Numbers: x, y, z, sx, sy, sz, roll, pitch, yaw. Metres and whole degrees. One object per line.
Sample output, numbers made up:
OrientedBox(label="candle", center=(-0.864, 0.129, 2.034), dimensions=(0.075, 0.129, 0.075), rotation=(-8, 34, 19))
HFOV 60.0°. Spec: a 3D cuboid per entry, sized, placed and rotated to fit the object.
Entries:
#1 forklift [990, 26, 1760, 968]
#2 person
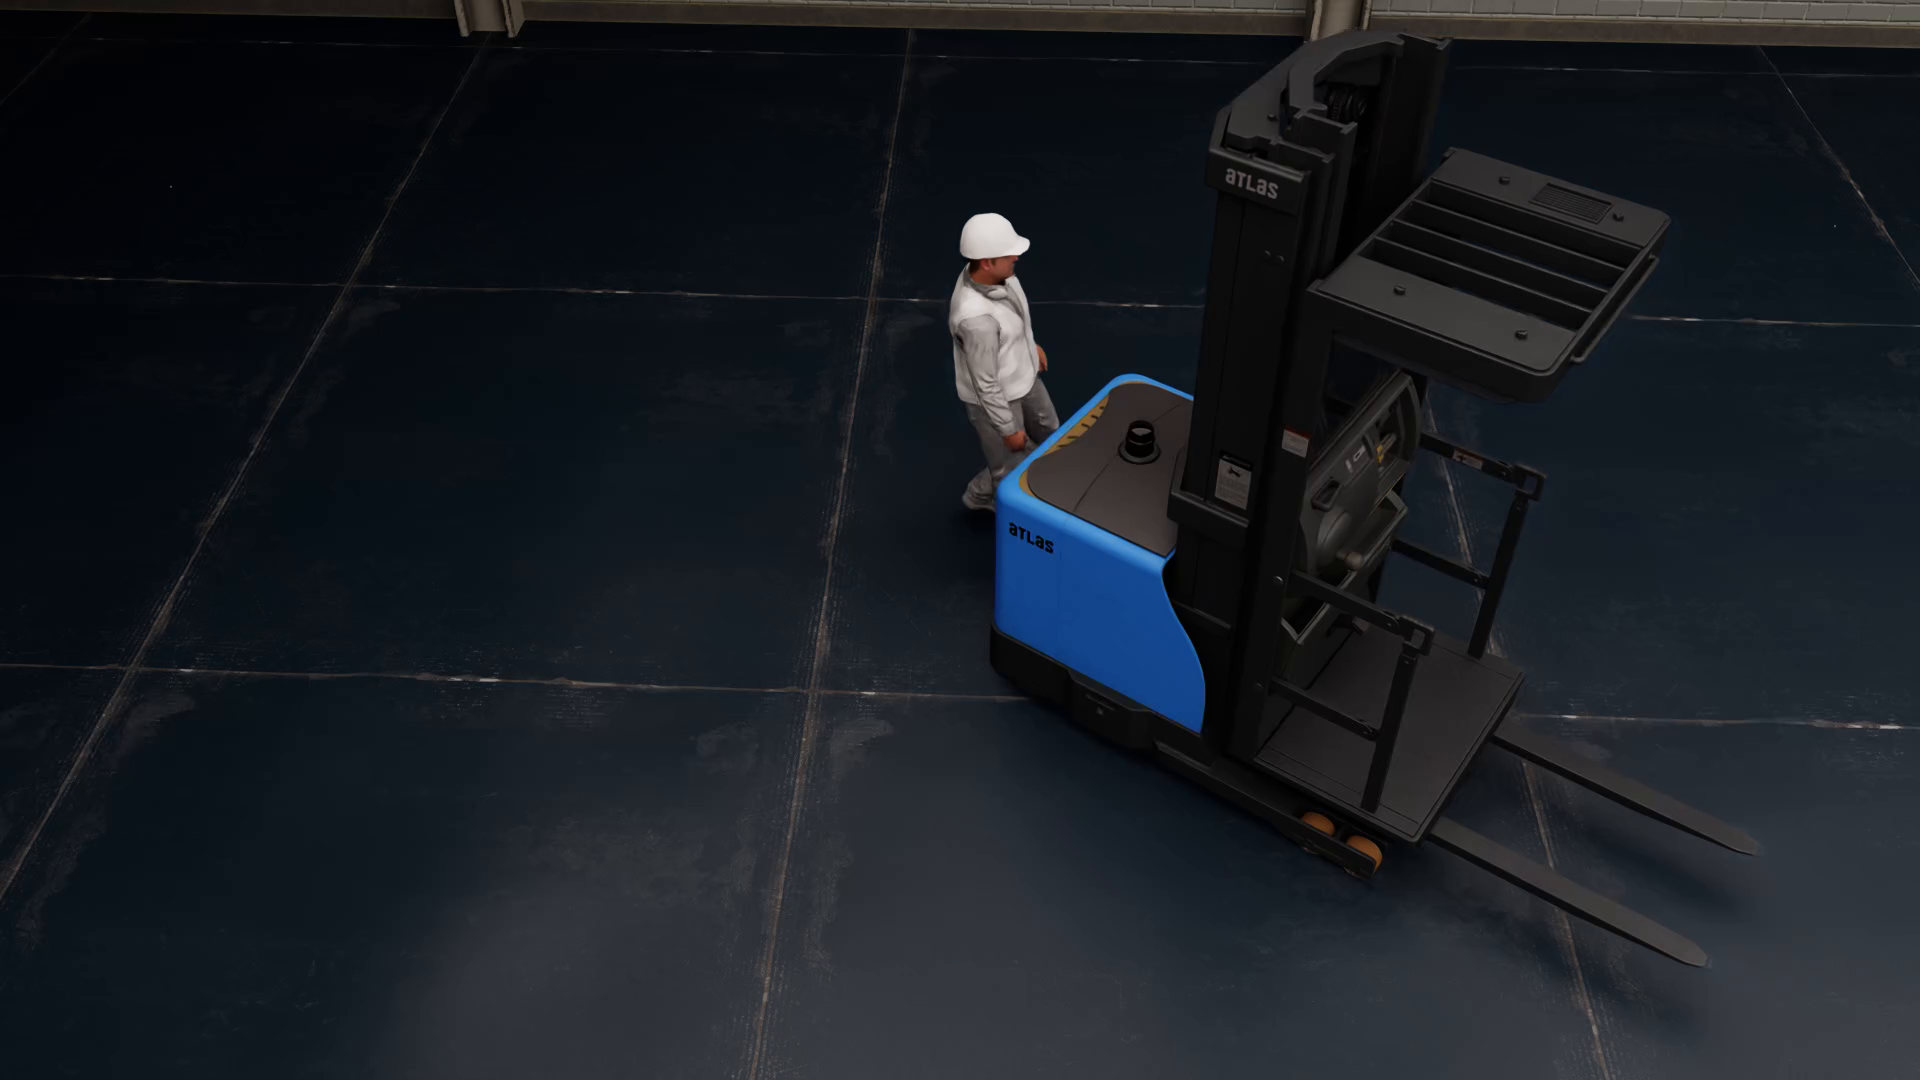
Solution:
OrientedBox(label="forklift", center=(1.620, -0.179, 5.938), dimensions=(3.031, 2.935, 1.130), rotation=(26, 48, 26))
OrientedBox(label="person", center=(0.303, -0.665, 7.388), dimensions=(0.710, 1.711, 0.697), rotation=(11, 43, 11))
